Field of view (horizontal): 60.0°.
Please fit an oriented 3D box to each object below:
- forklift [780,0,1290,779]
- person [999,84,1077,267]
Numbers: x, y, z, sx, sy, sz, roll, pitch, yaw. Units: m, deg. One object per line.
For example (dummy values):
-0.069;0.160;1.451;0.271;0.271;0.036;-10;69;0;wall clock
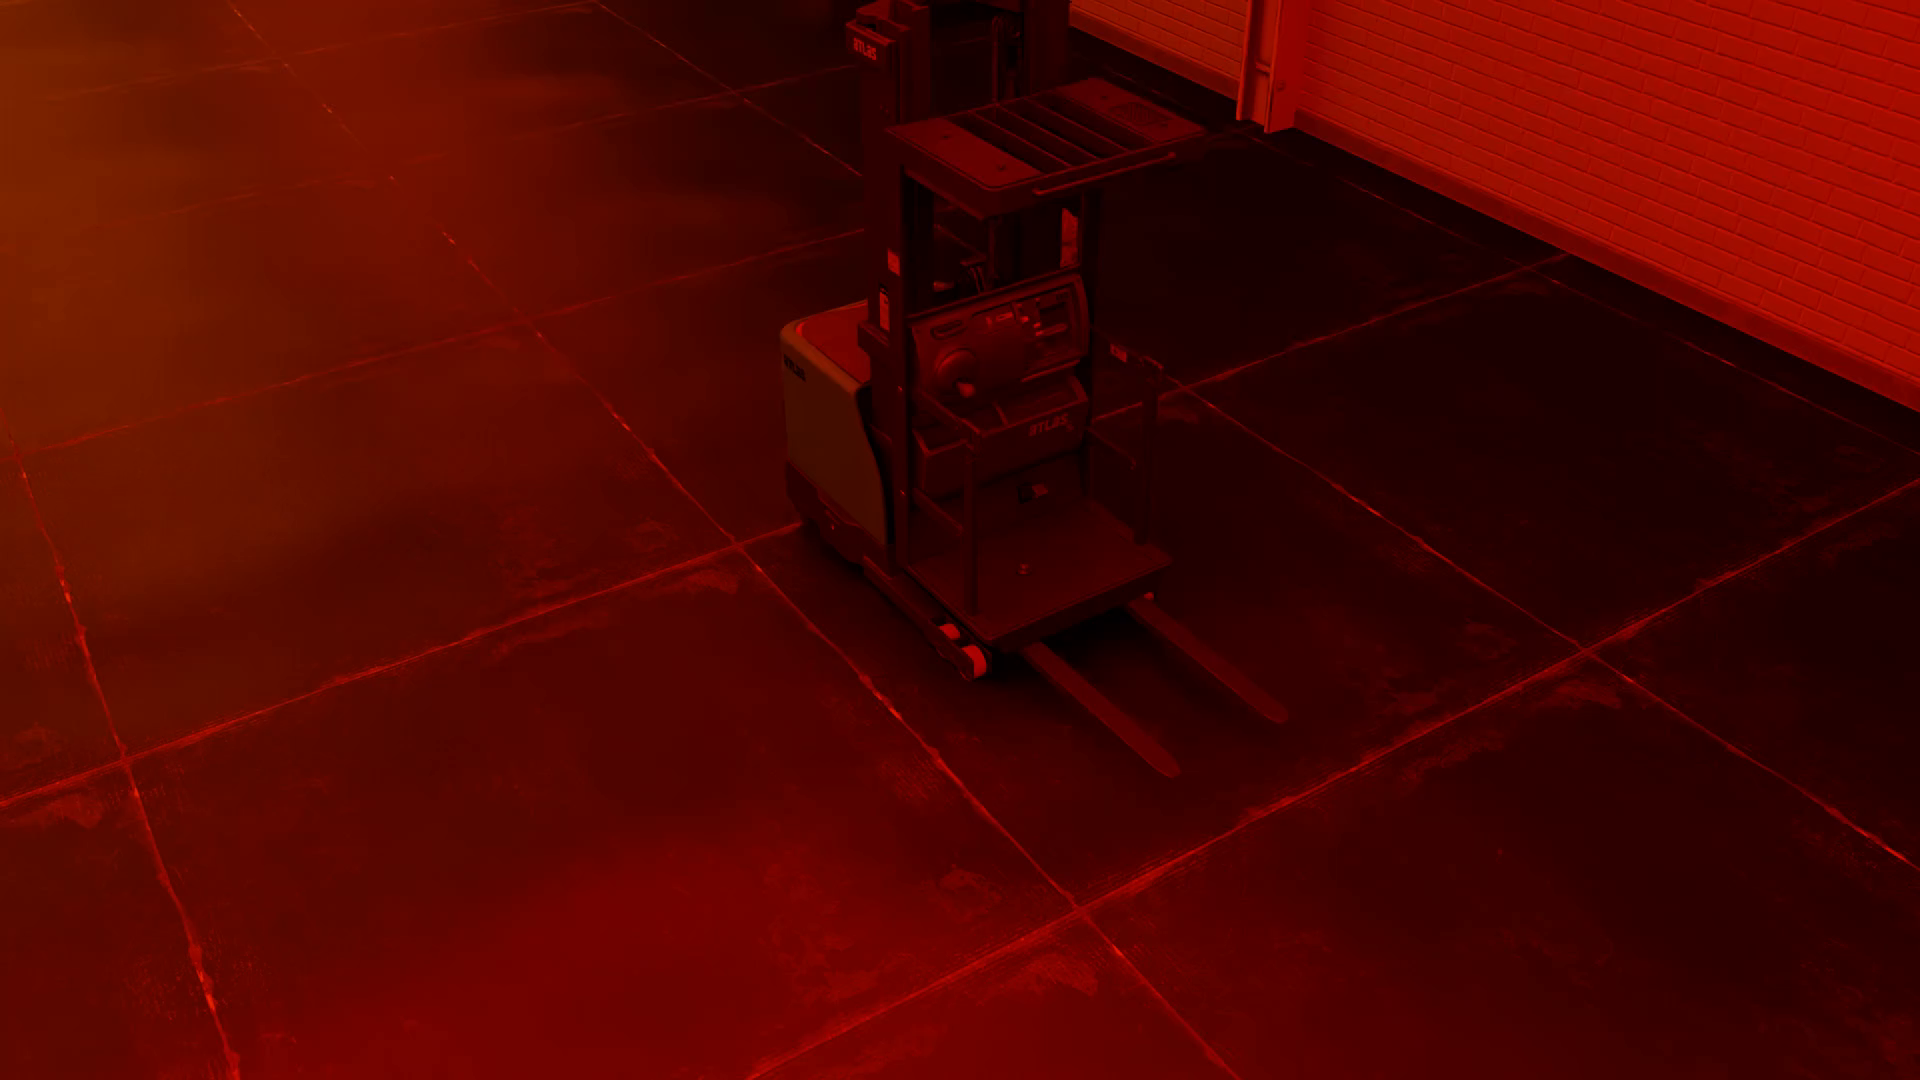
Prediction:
0.312;-0.858;7.368;1.130;2.935;3.031;-21;40;-27;forklift
0.600;-2.109;10.409;0.755;1.514;0.706;-17;38;-22;person
